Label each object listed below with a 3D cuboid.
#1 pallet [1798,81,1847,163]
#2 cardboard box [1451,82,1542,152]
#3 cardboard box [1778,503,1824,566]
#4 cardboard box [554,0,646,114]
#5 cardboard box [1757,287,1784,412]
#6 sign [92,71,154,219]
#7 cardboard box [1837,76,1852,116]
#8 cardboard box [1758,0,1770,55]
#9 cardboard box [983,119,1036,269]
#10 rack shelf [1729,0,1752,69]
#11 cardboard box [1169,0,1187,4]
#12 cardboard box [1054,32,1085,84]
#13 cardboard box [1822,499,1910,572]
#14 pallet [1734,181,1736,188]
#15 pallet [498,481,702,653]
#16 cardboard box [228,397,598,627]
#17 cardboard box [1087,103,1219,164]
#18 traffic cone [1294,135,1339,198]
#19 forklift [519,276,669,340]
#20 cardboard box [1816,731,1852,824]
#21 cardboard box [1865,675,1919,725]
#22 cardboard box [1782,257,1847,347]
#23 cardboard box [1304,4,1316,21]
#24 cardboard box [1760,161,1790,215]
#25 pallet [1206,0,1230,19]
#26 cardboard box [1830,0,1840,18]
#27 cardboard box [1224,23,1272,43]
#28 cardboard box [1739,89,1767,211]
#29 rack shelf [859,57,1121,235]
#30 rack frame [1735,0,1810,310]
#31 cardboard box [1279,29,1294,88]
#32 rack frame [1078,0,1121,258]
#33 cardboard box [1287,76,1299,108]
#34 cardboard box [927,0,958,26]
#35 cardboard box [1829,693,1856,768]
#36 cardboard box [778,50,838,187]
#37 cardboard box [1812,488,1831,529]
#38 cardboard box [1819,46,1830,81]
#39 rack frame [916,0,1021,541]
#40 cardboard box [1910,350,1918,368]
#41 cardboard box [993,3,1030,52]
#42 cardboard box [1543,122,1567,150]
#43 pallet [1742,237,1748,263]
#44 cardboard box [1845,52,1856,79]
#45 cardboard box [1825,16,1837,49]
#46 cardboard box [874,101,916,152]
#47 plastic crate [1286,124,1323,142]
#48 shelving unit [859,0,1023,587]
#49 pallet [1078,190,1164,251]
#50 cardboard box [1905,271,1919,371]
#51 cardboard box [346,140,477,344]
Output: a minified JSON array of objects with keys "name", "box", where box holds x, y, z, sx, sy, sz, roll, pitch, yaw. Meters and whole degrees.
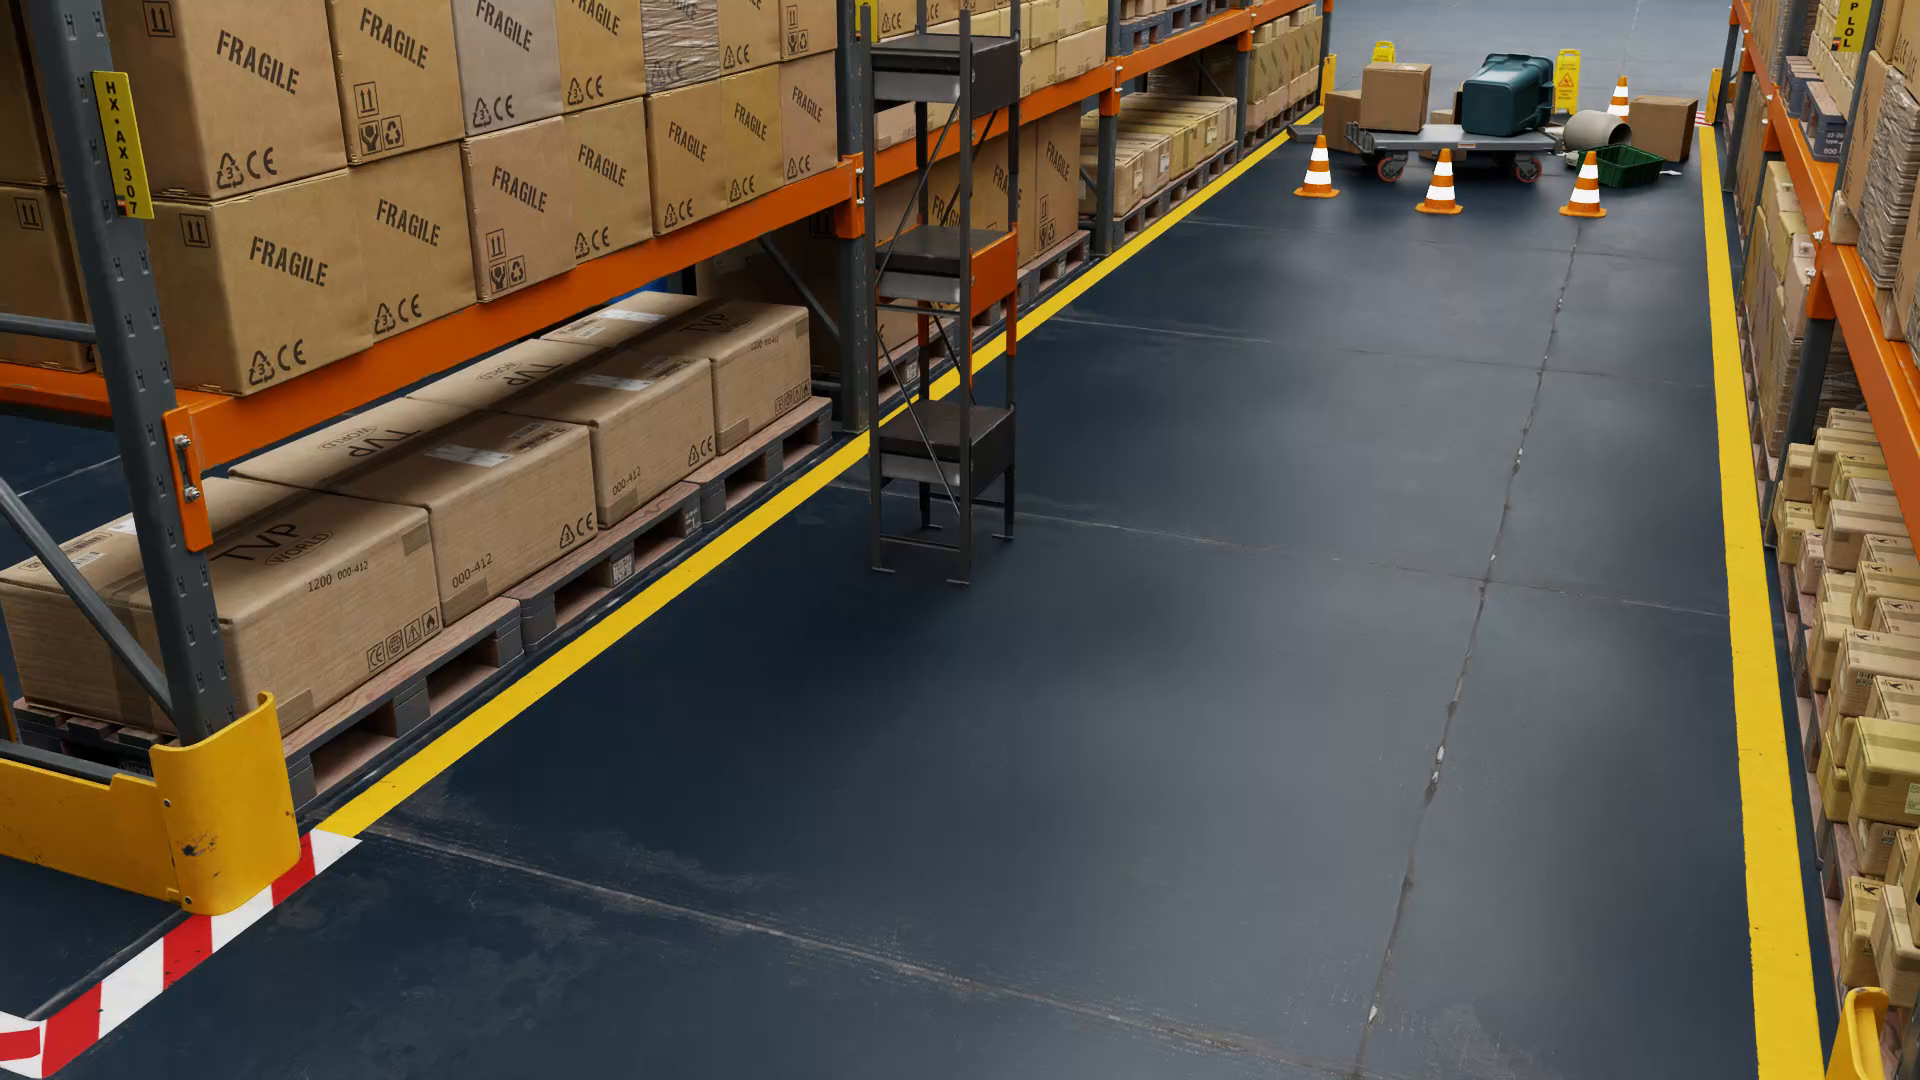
[{"name":"pallet","box":[4.498,-1.927,7.719,1.003,0.211,1.213,9,24,20]},{"name":"cardboard box","box":[4.892,-3.849,15.135,0.797,0.637,0.503,9,24,20]},{"name":"cardboard box","box":[3.177,0.003,6.004,0.380,0.149,0.250,10,24,22]},{"name":"cardboard box","box":[-1.413,-1.727,5.567,0.500,0.500,0.500,9,24,20]},{"name":"cardboard box","box":[3.941,-0.823,7.526,0.500,0.500,0.500,8,24,19]},{"name":"sign","box":[-1.897,-0.893,3.771,0.100,0.325,0.005,9,24,20]},{"name":"cardboard box","box":[4.055,-1.918,7.232,0.380,0.149,0.250,8,24,18]},{"name":"cardboard box","box":[5.672,-3.516,11.147,0.500,0.500,0.500,9,24,21]},{"name":"cardboard box","box":[-0.107,-2.061,10.005,0.875,0.875,0.875,9,24,21]},{"name":"rack shelf","box":[7.424,-4.545,14.671,1.077,0.370,4.000,9,24,20]},{"name":"cardboard box","box":[1.500,-4.141,12.553,0.380,0.149,0.250,10,25,22]},{"name":"cardboard box","box":[0.440,-2.929,10.066,0.500,0.250,0.500,9,24,21]},{"name":"cardboard box","box":[2.937,0.007,5.225,0.380,0.149,0.250,9,24,21]},{"name":"pallet","box":[7.036,-3.135,13.981,1.003,0.211,1.213,9,24,20]},{"name":"pallet","box":[-1.731,0.015,6.440,1.003,0.211,1.213,9,24,20]},{"name":"cardboard box","box":[-1.926,-0.130,5.948,0.875,0.438,0.875,9,24,21]},{"name":"cardboard box","box":[1.591,-3.369,13.788,0.950,0.372,0.625,10,25,23]},{"name":"traffic cone","box":[2.887,-3.019,13.376,0.336,0.463,0.334,9,24,20]},{"name":"forklift","box":[-1.666,-2.921,9.941,1.130,2.935,3.031,7,24,15]},{"name":"cardboard box","box":[2.521,0.658,4.437,0.380,0.149,0.250,8,24,18]},{"name":"cardboard box","box":[2.465,0.479,4.094,0.380,0.149,0.250,8,24,18]},{"name":"cardboard box","box":[3.751,-0.987,6.947,0.500,0.250,0.500,8,24,19]},{"name":"cardboard box","box":[3.404,-5.370,16.922,0.380,0.149,0.250,10,24,22]},{"name":"cardboard box","box":[4.714,-1.904,9.141,0.500,0.250,0.500,8,24,18]},{"name":"pallet","box":[1.628,-4.492,13.861,1.003,0.211,1.213,9,24,20]},{"name":"cardboard box","box":[4.552,-2.666,8.249,0.380,0.149,0.250,8,24,18]},{"name":"cardboard box","box":[2.619,-4.612,15.108,0.380,0.149,0.250,9,24,21]},{"name":"cardboard box","box":[6.172,-2.737,11.784,1.050,0.750,0.750,9,24,20]},{"name":"rack shelf","box":[-0.181,-2.354,9.428,1.077,0.370,4.000,9,24,20]},{"name":"rack frame","box":[5.195,-2.729,9.392,1.000,3.000,0.127,9,24,20]},{"name":"cardboard box","box":[2.899,-4.655,16.053,0.500,0.500,0.500,10,25,23]},{"name":"rack frame","box":[0.562,-3.402,11.002,1.000,3.000,0.127,9,24,20]},{"name":"cardboard box","box":[3.094,-4.490,16.629,0.500,0.250,0.500,8,24,18]},{"name":"cardboard box","box":[-0.331,-2.780,8.087,0.500,0.500,0.500,9,24,20]},{"name":"cardboard box","box":[2.526,0.515,4.394,0.380,0.149,0.250,9,24,21]},{"name":"cardboard box","box":[-0.859,-1.814,7.071,0.500,0.500,0.500,9,24,21]},{"name":"cardboard box","box":[3.267,-0.126,5.928,0.380,0.149,0.250,9,24,20]},{"name":"cardboard box","box":[4.543,-2.387,8.353,0.380,0.149,0.250,10,25,22]},{"name":"rack frame","box":[0.029,-0.997,6.413,0.400,2.100,0.015,9,24,20]},{"name":"cardboard box","box":[2.800,-0.547,4.493,0.380,0.149,0.250,10,25,22]},{"name":"cardboard box","box":[0.067,-2.798,9.102,0.500,0.250,0.500,8,24,18]},{"name":"cardboard box","box":[5.609,-3.778,15.450,0.396,0.266,0.258,13,26,29]},{"name":"pallet","box":[5.558,-1.714,10.579,1.003,0.211,1.213,9,24,20]},{"name":"cardboard box","box":[4.061,-2.058,7.180,0.380,0.149,0.250,7,24,17]},{"name":"cardboard box","box":[4.541,-2.517,8.278,0.380,0.149,0.250,9,24,20]},{"name":"cardboard box","box":[-0.516,-2.021,7.891,0.500,0.250,0.500,8,24,19]},{"name":"plastic crate","box":[3.392,-3.931,16.056,0.402,0.080,0.583,1,23,2]},{"name":"shelving unit","box":[-0.061,-0.910,6.203,0.431,2.100,0.503,9,24,20]},{"name":"pallet","box":[0.853,-2.395,12.209,1.003,0.211,1.213,9,24,20]},{"name":"cardboard box","box":[2.527,-0.614,3.812,0.500,0.500,0.500,9,24,20]},{"name":"cardboard box","box":[-1.803,-0.901,4.885,0.500,0.500,0.500,8,24,19]}]
